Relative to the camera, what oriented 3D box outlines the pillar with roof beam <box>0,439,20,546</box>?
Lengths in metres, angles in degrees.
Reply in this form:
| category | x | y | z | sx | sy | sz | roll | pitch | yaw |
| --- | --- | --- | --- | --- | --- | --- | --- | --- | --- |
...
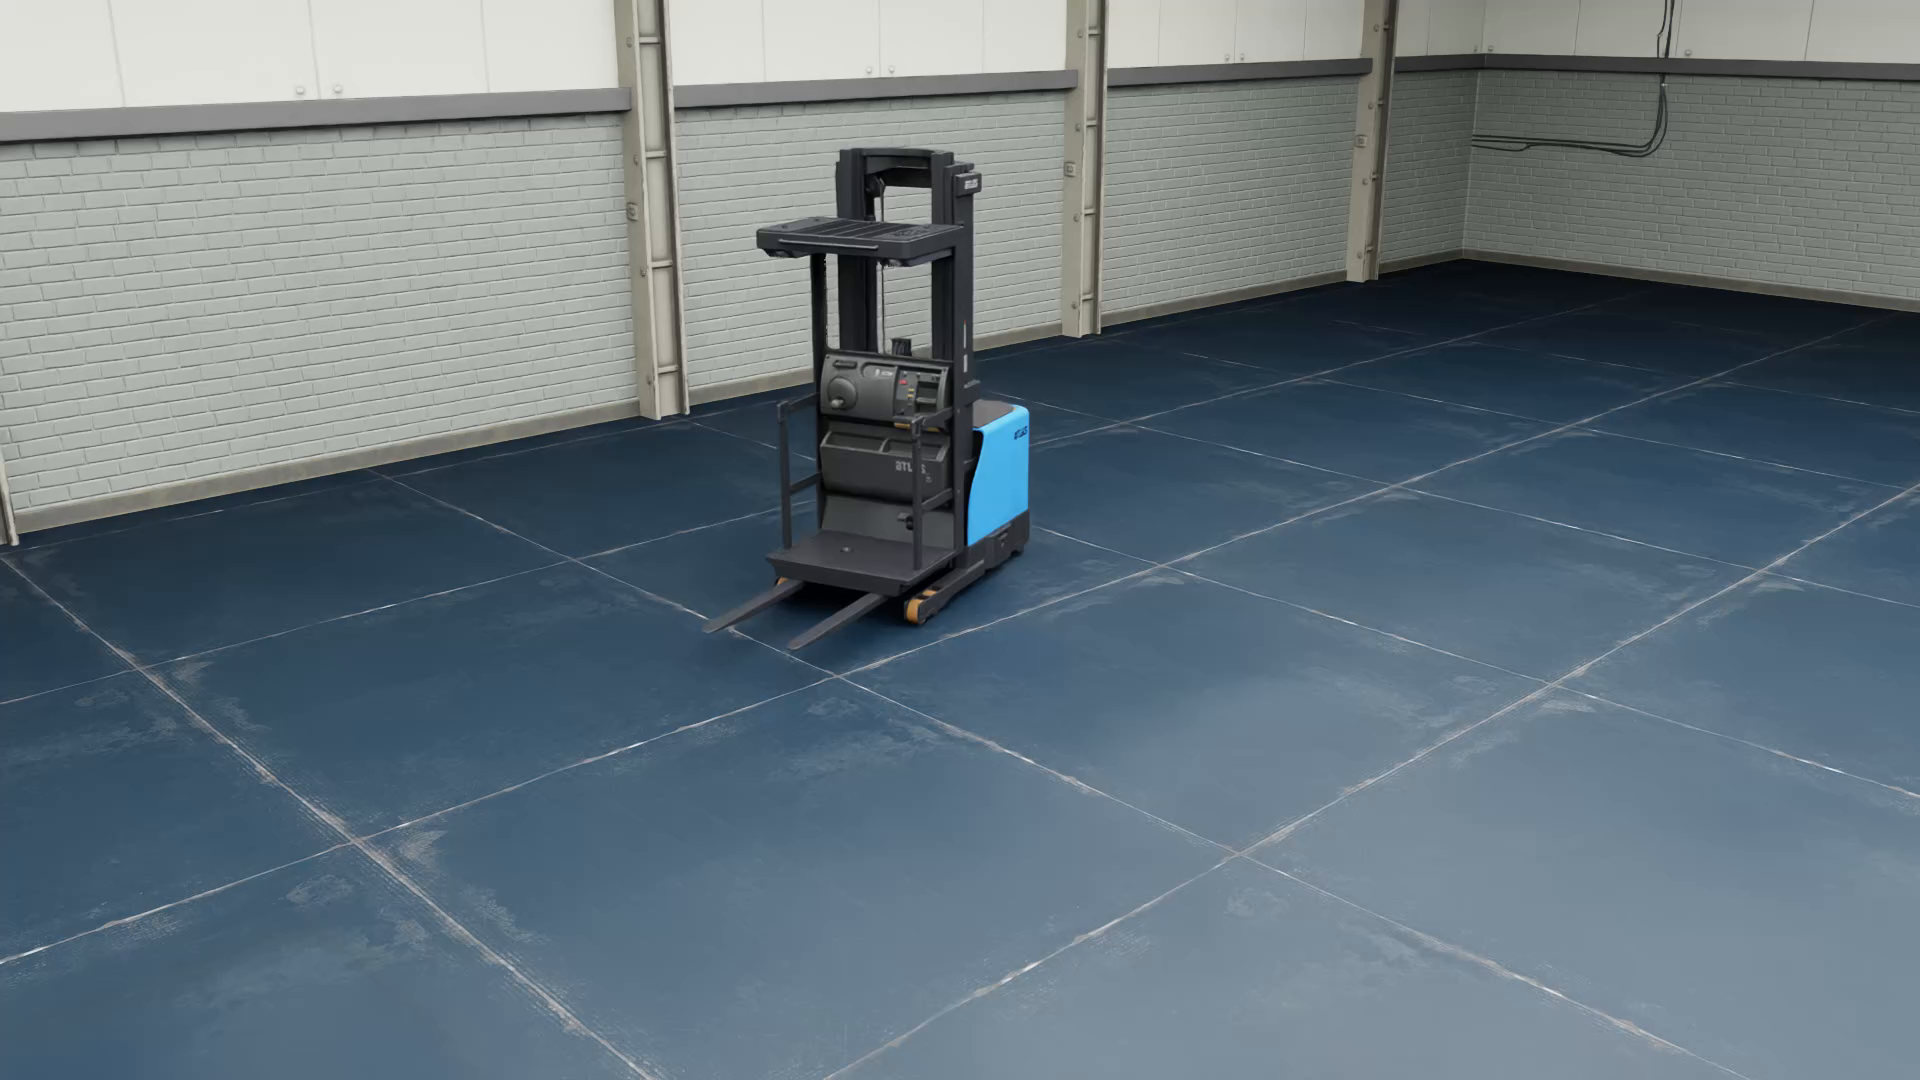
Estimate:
| category | x | y | z | sx | sy | sz | roll | pitch | yaw |
| --- | --- | --- | --- | --- | --- | --- | --- | --- | --- |
| pillar with roof beam | -4.298 | -3.278 | 8.004 | 0.400 | 9.000 | 9.100 | -16 | 24 | -41 |

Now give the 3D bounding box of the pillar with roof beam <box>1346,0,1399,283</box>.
| category | x | y | z | sx | sy | sz | roll | pitch | yaw |
| --- | --- | --- | --- | --- | --- | --- | --- | --- | --- |
| pillar with roof beam | 8.781 | -7.092 | 19.768 | 0.400 | 9.000 | 9.100 | -16 | 24 | -41 |

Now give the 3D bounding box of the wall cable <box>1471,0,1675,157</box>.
| category | x | y | z | sx | sy | sz | roll | pitch | yaw |
| --- | --- | --- | --- | --- | --- | --- | --- | --- | --- |
| wall cable | 8.873 | -6.908 | 24.234 | 0.112 | 2.526 | 3.097 | -16 | 24 | -41 |

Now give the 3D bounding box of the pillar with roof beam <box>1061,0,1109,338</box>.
| category | x | y | z | sx | sy | sz | roll | pitch | yaw |
| --- | --- | --- | --- | --- | --- | --- | --- | --- | --- |
| pillar with roof beam | 4.422 | -5.821 | 15.847 | 0.400 | 9.000 | 9.100 | -16 | 24 | -41 |

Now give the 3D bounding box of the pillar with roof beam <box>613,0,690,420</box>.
| category | x | y | z | sx | sy | sz | roll | pitch | yaw |
| --- | --- | --- | --- | --- | --- | --- | --- | --- | --- |
| pillar with roof beam | 0.062 | -4.549 | 11.925 | 0.400 | 9.000 | 9.100 | -16 | 24 | -41 |

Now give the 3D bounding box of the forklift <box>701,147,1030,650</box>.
| category | x | y | z | sx | sy | sz | roll | pitch | yaw |
| --- | --- | --- | --- | --- | --- | --- | --- | --- | --- |
| forklift | -0.597 | -1.002 | 10.822 | 1.130 | 2.935 | 3.031 | 9 | 20 | 25 |
